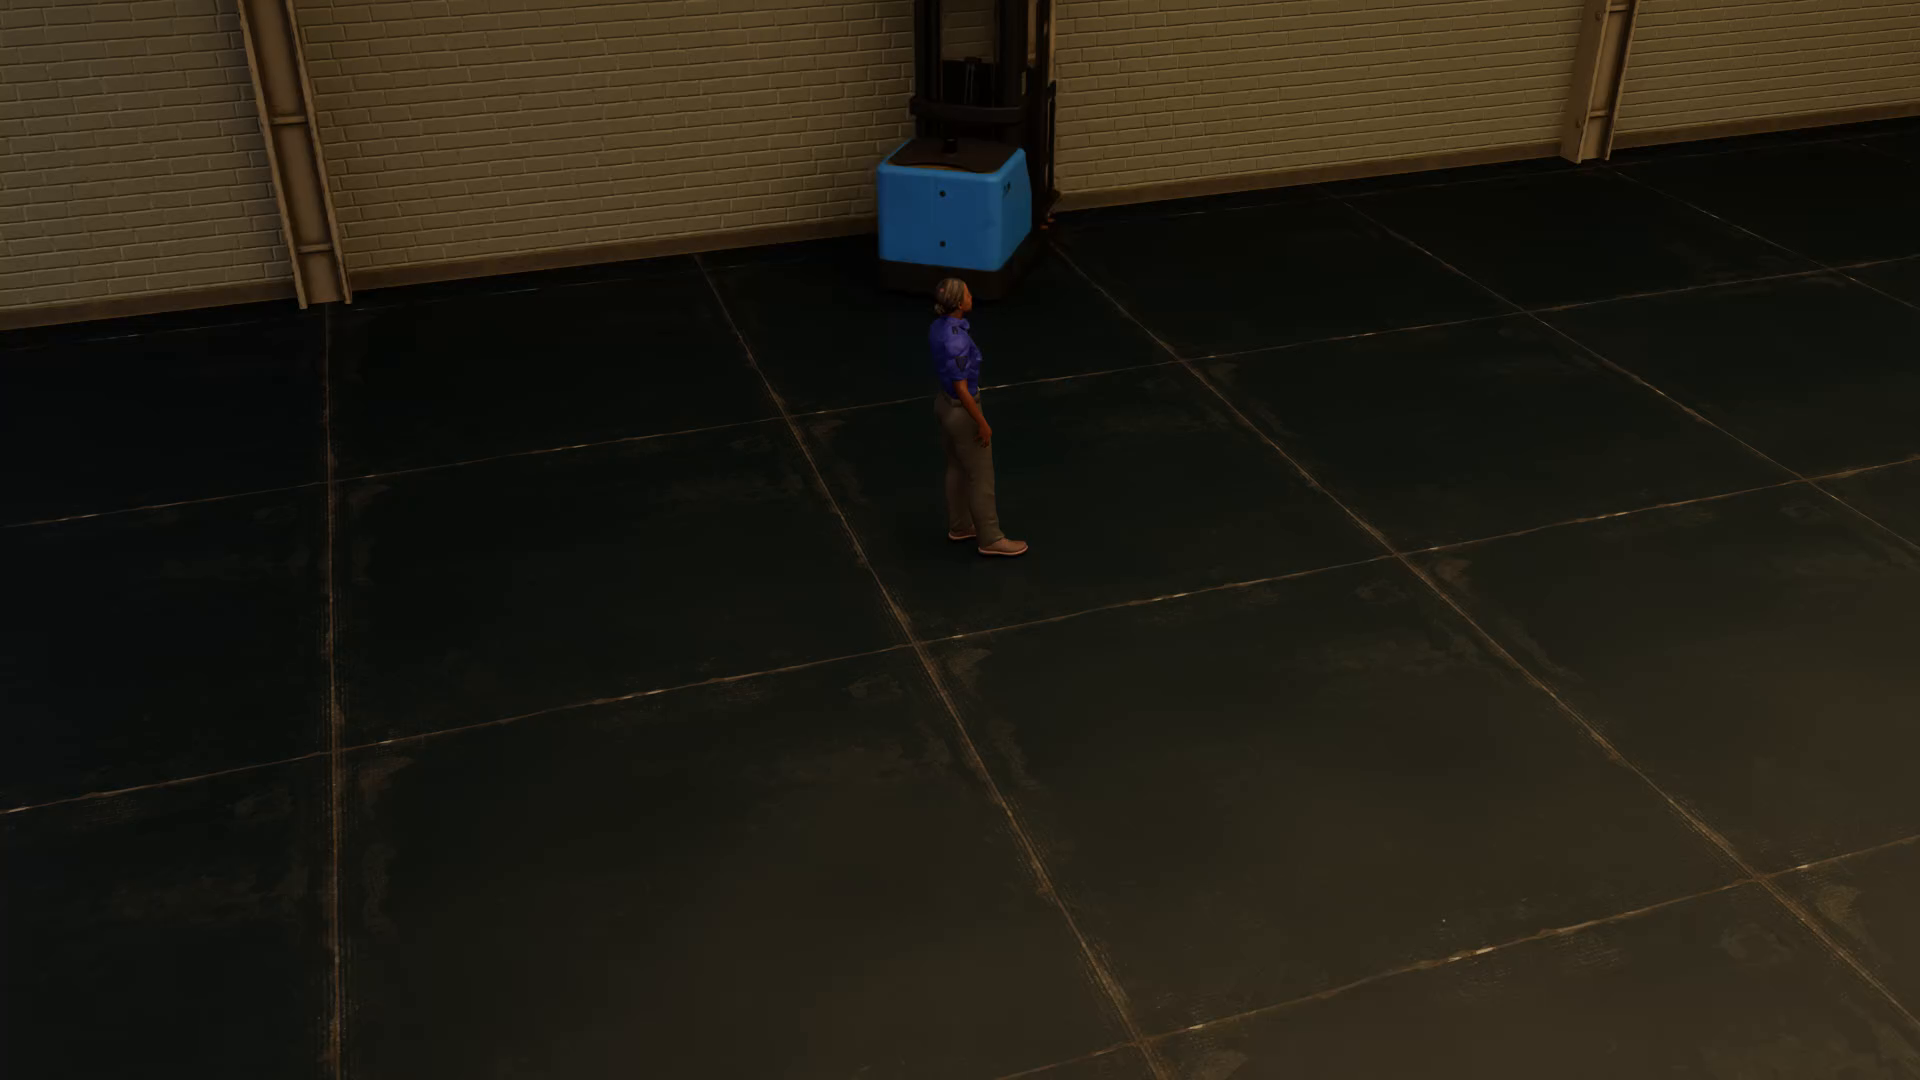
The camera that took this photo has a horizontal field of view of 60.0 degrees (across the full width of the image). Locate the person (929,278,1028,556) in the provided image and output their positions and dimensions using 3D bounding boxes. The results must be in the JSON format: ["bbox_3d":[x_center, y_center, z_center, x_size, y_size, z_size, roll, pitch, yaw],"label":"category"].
[{"bbox_3d":[0.089,-0.728,9.617,0.504,1.654,0.569,-10,31,-16],"label":"person"}]

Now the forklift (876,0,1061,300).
[{"bbox_3d":[0.235,-3.893,13.854,1.130,2.935,3.031,8,31,14],"label":"forklift"}]
